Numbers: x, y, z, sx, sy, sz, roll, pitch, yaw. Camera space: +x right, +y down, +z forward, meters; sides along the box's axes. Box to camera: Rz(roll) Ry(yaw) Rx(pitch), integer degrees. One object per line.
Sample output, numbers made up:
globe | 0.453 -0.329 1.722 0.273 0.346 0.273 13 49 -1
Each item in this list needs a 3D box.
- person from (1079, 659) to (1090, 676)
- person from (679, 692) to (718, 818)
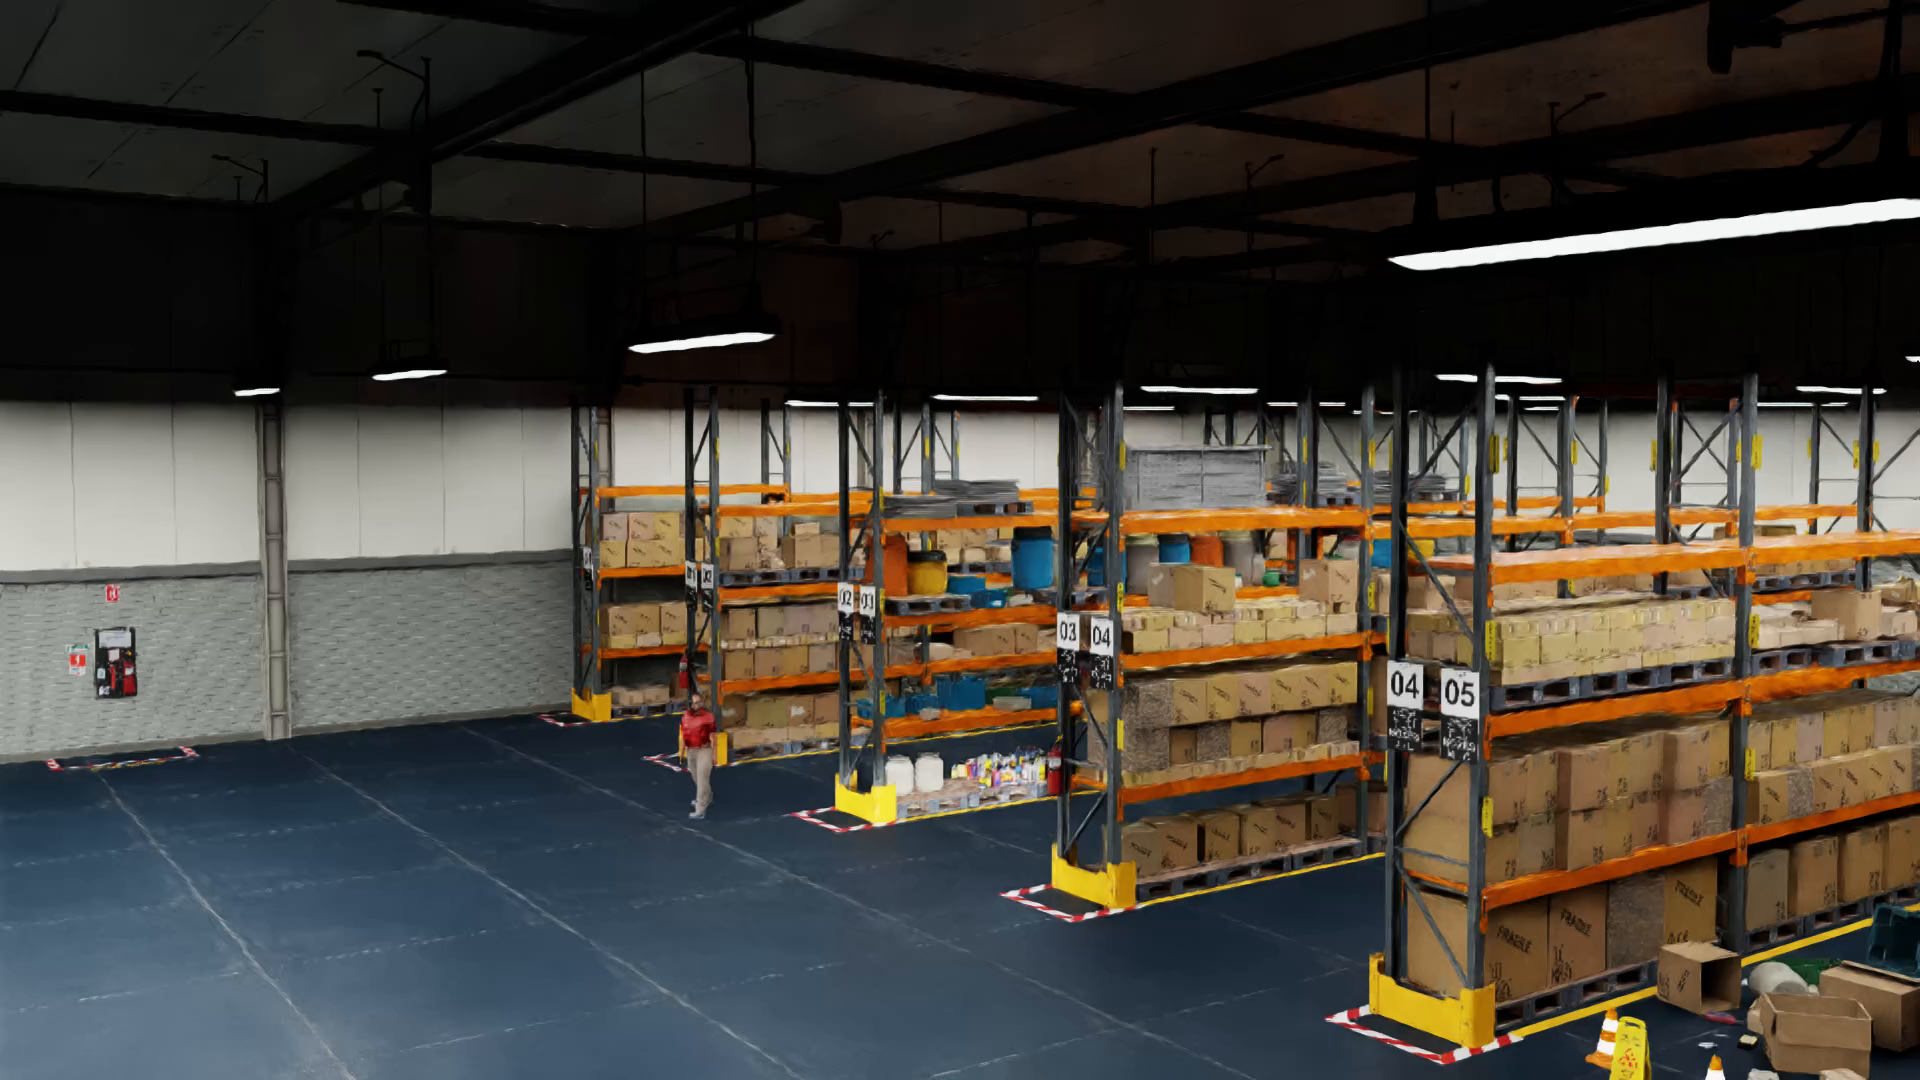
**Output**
person | 2.611 2.183 34.564 0.464 1.772 0.645 2 4 30
person | -3.619 2.934 22.929 0.613 1.691 0.953 2 4 29
